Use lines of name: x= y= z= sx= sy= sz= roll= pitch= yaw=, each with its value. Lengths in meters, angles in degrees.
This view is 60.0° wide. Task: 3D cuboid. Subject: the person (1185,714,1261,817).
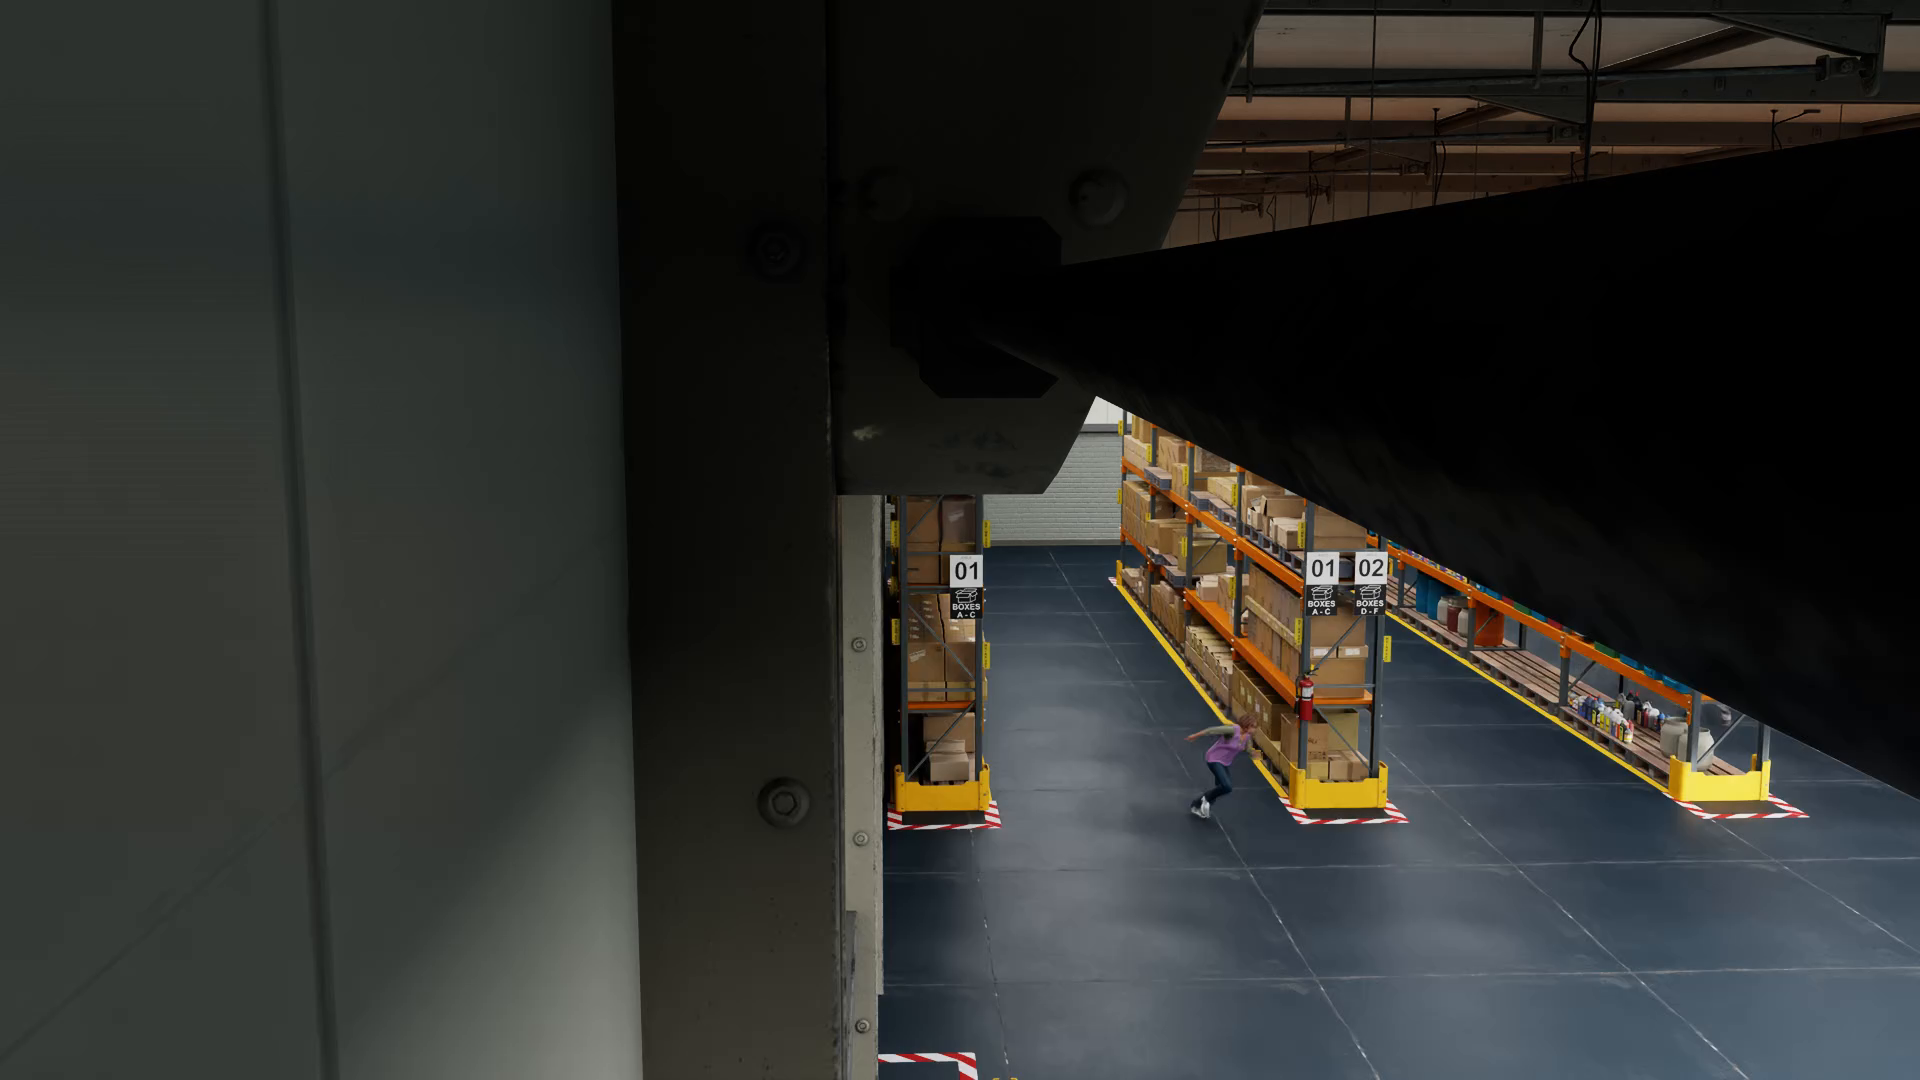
person: x=3.208 y=2.718 z=19.998 sx=0.549 sy=1.359 sz=0.929 roll=-8 pitch=12 yaw=-43

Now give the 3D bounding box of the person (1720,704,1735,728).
person: x=11.300 y=1.914 z=24.673 sx=0.660 sy=1.675 sz=1.058 roll=-2 pitch=9 yaw=-12
